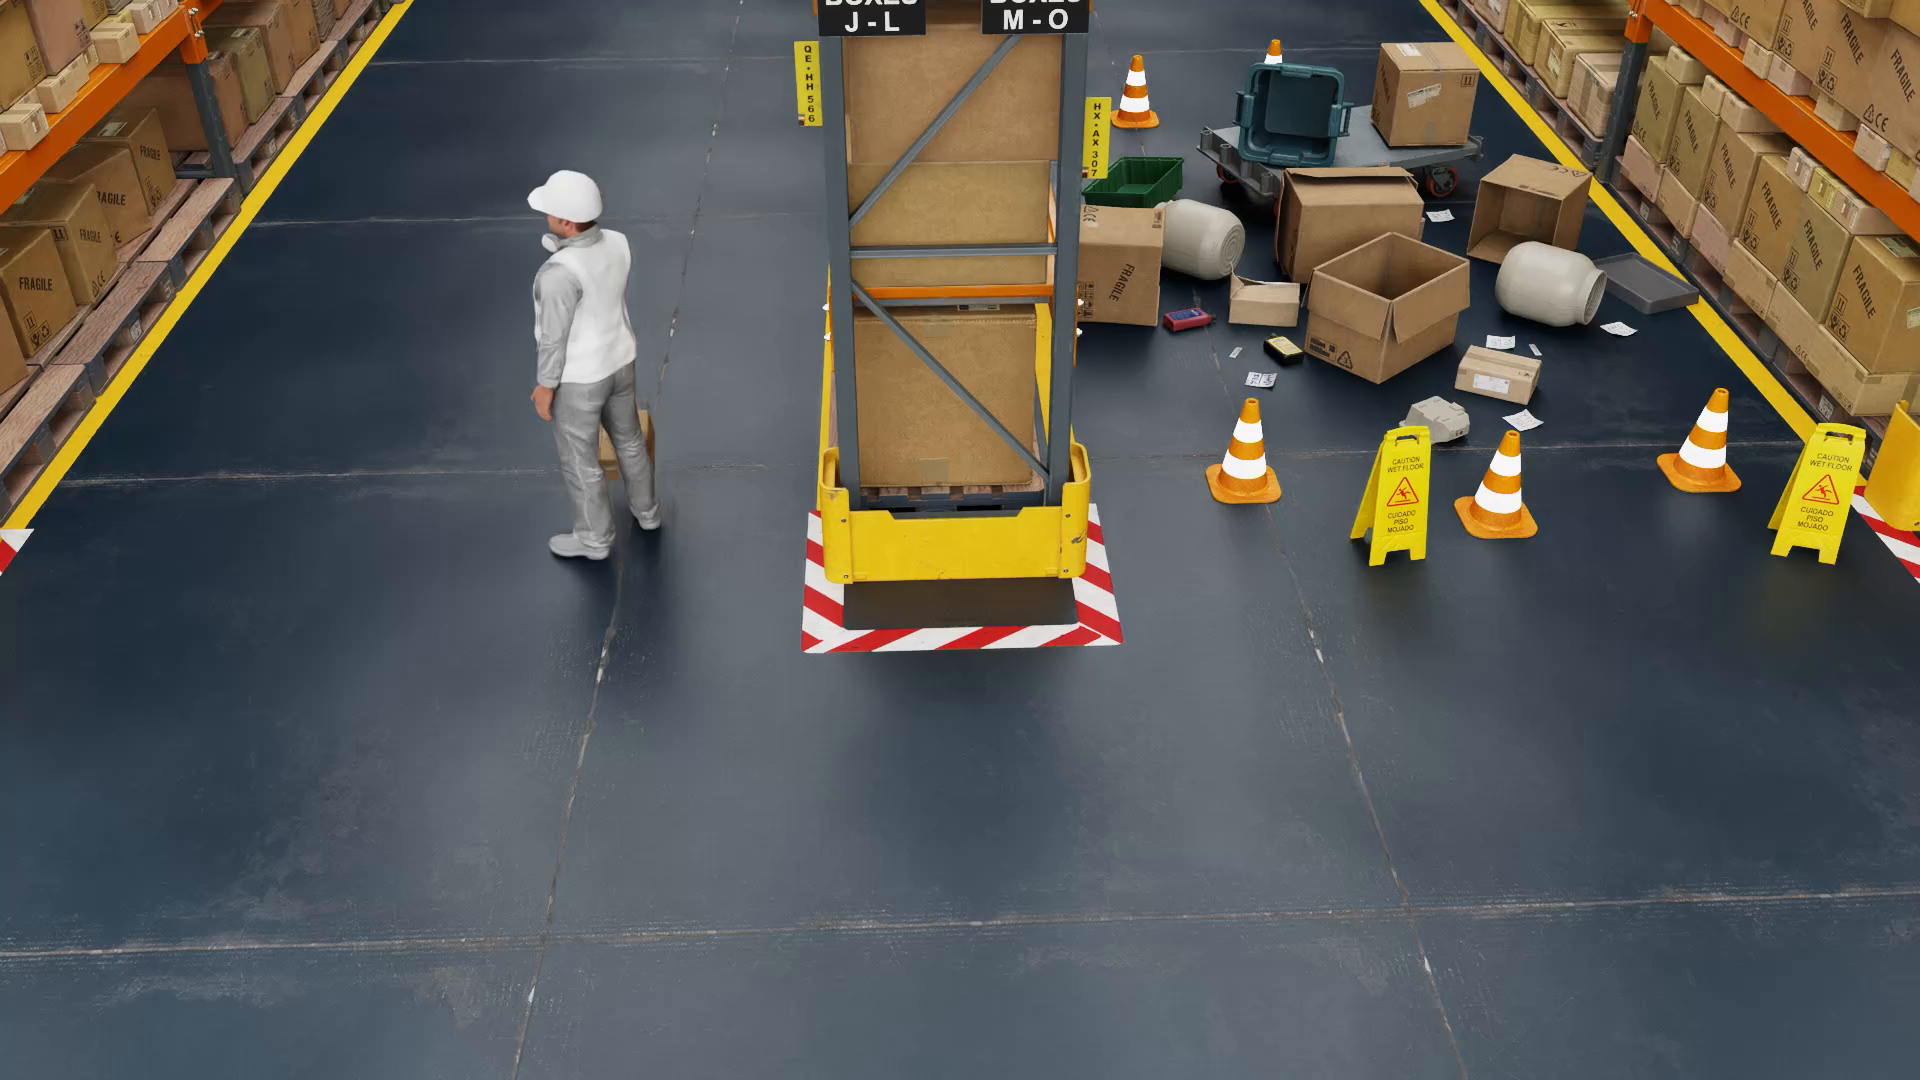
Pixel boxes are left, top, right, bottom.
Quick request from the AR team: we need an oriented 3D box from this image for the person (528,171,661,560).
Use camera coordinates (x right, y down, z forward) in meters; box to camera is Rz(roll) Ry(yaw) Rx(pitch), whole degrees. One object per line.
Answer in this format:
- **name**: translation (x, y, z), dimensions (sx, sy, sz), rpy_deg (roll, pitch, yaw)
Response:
- **person**: translation (-1.606, -0.759, 7.170), dimensions (0.388, 1.782, 0.612), rpy_deg (16, 38, 22)
